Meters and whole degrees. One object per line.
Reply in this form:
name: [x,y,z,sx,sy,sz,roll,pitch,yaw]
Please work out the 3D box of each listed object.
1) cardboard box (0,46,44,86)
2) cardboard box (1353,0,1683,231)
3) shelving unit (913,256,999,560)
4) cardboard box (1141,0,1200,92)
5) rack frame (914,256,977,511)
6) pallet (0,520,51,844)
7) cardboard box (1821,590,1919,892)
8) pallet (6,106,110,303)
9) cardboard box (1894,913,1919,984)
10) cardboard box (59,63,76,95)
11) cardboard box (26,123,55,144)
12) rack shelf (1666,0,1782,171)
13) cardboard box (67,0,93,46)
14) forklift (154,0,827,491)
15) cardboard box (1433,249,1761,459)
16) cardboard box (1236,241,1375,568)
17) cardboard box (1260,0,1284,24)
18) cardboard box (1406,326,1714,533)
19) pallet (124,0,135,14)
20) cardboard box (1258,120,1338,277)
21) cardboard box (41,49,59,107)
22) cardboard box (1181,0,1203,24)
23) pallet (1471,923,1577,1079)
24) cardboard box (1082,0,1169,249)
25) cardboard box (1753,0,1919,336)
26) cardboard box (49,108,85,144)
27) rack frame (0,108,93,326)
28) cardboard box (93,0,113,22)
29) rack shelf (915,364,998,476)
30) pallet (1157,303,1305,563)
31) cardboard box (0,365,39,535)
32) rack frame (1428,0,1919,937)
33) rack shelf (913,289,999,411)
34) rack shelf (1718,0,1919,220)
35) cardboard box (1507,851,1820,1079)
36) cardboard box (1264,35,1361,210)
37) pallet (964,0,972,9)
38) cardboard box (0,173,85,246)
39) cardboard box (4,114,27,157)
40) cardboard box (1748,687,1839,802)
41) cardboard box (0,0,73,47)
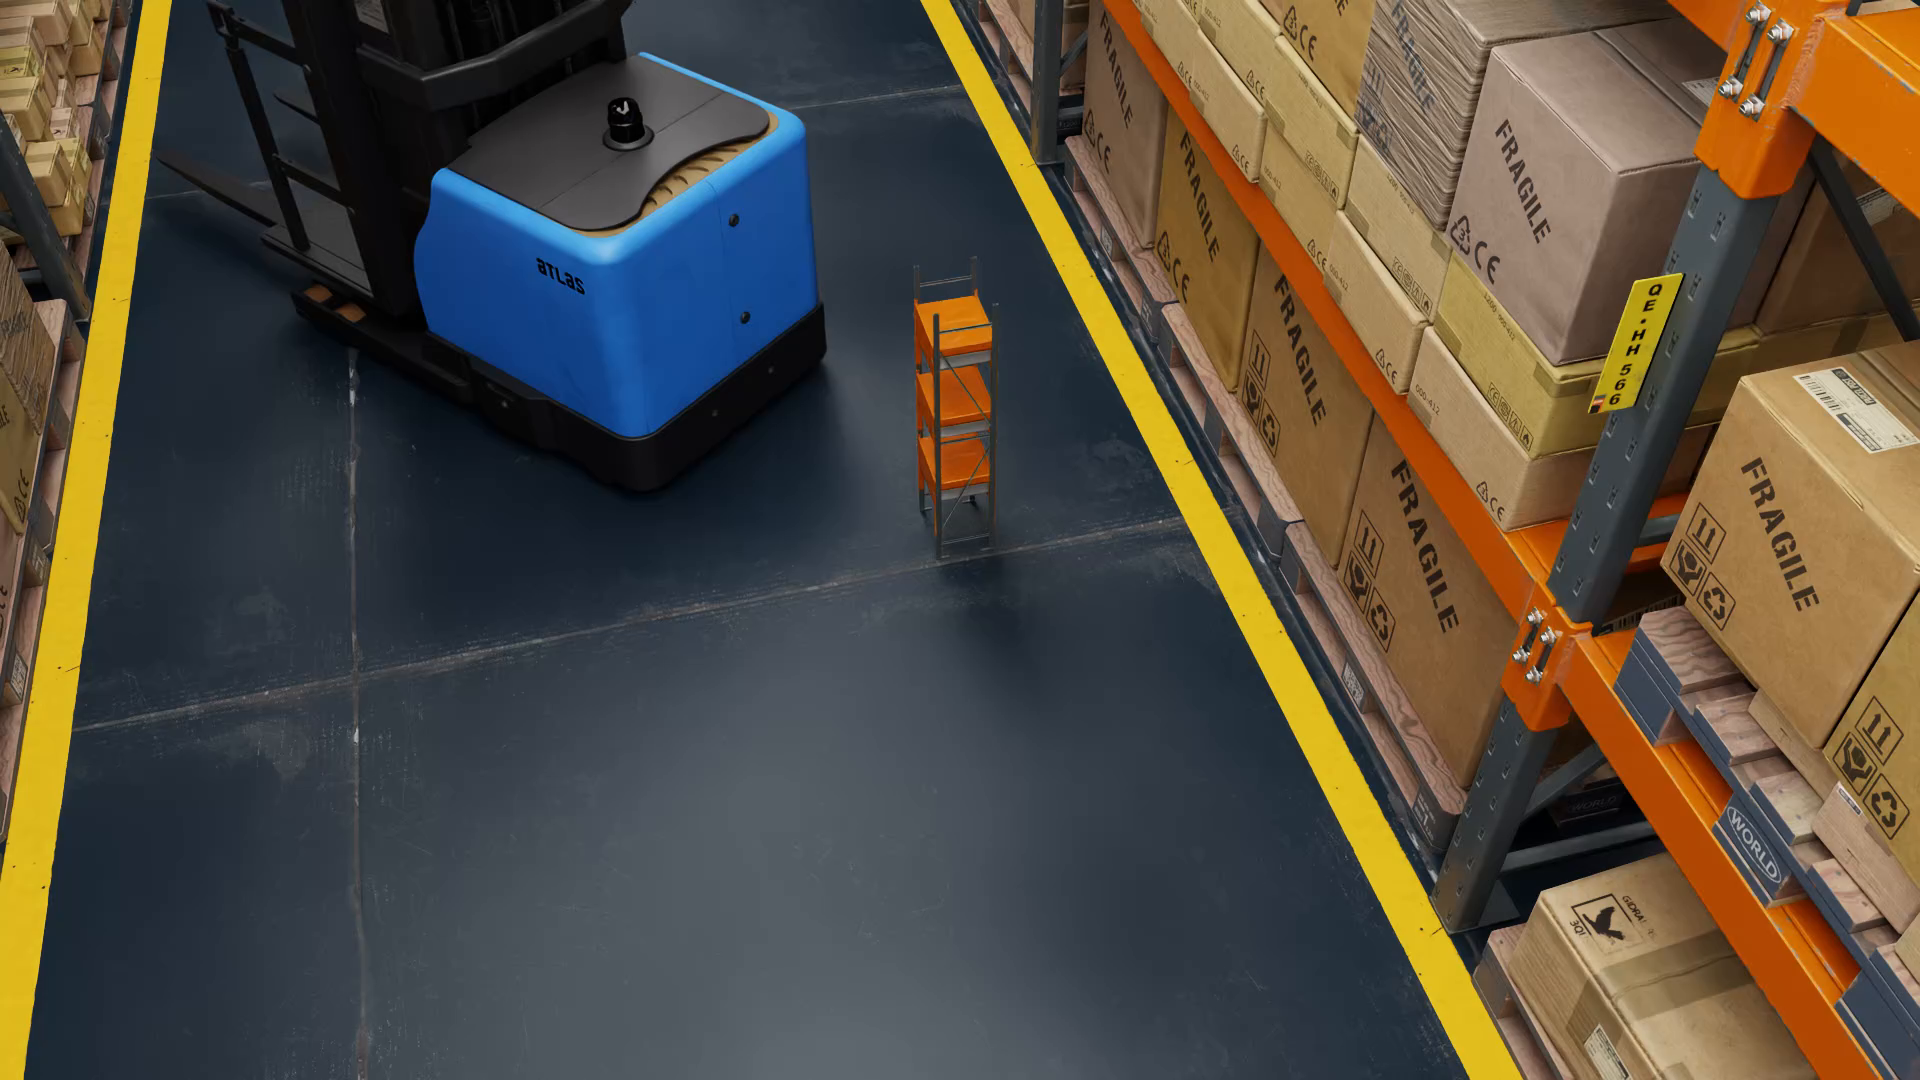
cardboard box: [-3.962,-1.859,6.757,0.380,0.149,0.250,-11,47,-11]
cardboard box: [1.310,-1.119,3.976,0.500,0.500,0.500,-10,46,-10]
shelving unit: [-0.014,-0.404,5.411,0.215,1.050,0.252,-11,47,-10]
cardboard box: [0.918,-1.716,5.436,0.500,0.250,0.500,-11,47,-11]
rack frame: [-0.045,-0.489,5.494,0.200,1.050,0.008,-11,47,-10]
pallet: [-3.432,0.498,5.114,1.003,0.211,1.213,-11,47,-10]
cardboard box: [1.867,0.353,2.731,0.500,0.500,0.500,-9,46,-8]
pallet: [-4.155,-1.340,6.916,1.003,0.211,1.213,-11,47,-10]
cardboard box: [1.854,0.719,2.827,0.380,0.149,0.250,-10,47,-10]
cardboard box: [-4.129,-2.010,7.321,0.380,0.149,0.250,-13,47,-12]
cardboard box: [-3.883,-1.579,6.691,0.380,0.149,0.250,-10,46,-10]
rack shelf: [1.323,-2.251,4.259,1.077,0.370,4.000,-11,47,-10]
cardboard box: [-4.098,-2.308,7.405,0.380,0.149,0.250,-11,47,-11]
forklift: [-1.998,-2.059,5.716,3.031,2.935,1.130,28,52,25]
cardboard box: [1.465,-0.483,3.878,0.500,0.250,0.500,-11,47,-10]
cardboard box: [1.514,-0.584,5.416,0.875,0.875,0.875,-10,46,-10]
cardboard box: [1.067,-1.814,4.657,0.500,0.500,0.500,-11,47,-11]
cardboard box: [1.454,-0.321,4.070,0.500,0.250,0.500,-12,47,-12]
pallet: [-4.779,-3.025,8.567,1.003,0.211,1.213,-11,47,-10]
cardboard box: [1.195,-1.022,4.756,0.500,0.250,0.500,-11,47,-11]
cardboard box: [-4.047,-1.928,7.033,0.380,0.149,0.250,-13,47,-12]
cardboard box: [0.915,-1.893,5.260,0.500,0.250,0.500,-10,46,-10]
pallet: [2.033,1.444,4.187,1.003,0.211,1.213,-11,47,-10]
cardboard box: [1.047,-1.824,6.631,0.875,0.875,0.875,-9,46,-9]
cardboard box: [1.945,-0.842,3.705,0.500,0.500,0.500,-12,47,-12]
cardboard box: [-3.913,-1.664,6.983,0.380,0.149,0.250,-11,47,-11]
rack frame: [-3.948,-1.859,5.472,1.000,3.000,0.127,-11,47,-10]
cardboard box: [-4.236,-2.562,7.863,0.380,0.149,0.250,-10,46,-10]
rack shelf: [-0.014,-0.397,5.419,0.215,0.259,0.240,-11,47,-10]
pallet: [1.397,-0.495,6.087,1.003,0.211,1.213,-11,47,-10]
cardboard box: [-3.384,-0.312,5.412,0.500,0.500,0.500,-12,47,-11]
rack frame: [1.835,-0.072,3.721,1.000,3.000,0.127,-11,47,-10]
rack shelf: [-0.014,-0.596,5.216,0.215,0.259,0.240,-11,47,-10]
rack shelf: [2.347,0.510,1.553,1.077,0.370,4.000,-11,47,-10]
cardboard box: [1.970,1.092,4.125,0.950,0.372,0.625,-14,47,-13]
cardboard box: [1.180,-1.186,4.567,0.500,0.250,0.500,-12,47,-11]
pallet: [0.376,-3.241,8.778,1.003,0.211,1.213,-11,47,-10]
cardboard box: [-3.731,-1.318,6.644,0.380,0.149,0.250,-13,47,-12]
cardboard box: [-3.836,-1.492,6.398,0.380,0.149,0.250,-9,46,-9]
cardboard box: [1.778,0.328,3.210,0.380,0.149,0.250,-13,47,-13]
cardboard box: [-4.037,-2.225,7.116,0.380,0.149,0.250,-10,46,-9]
